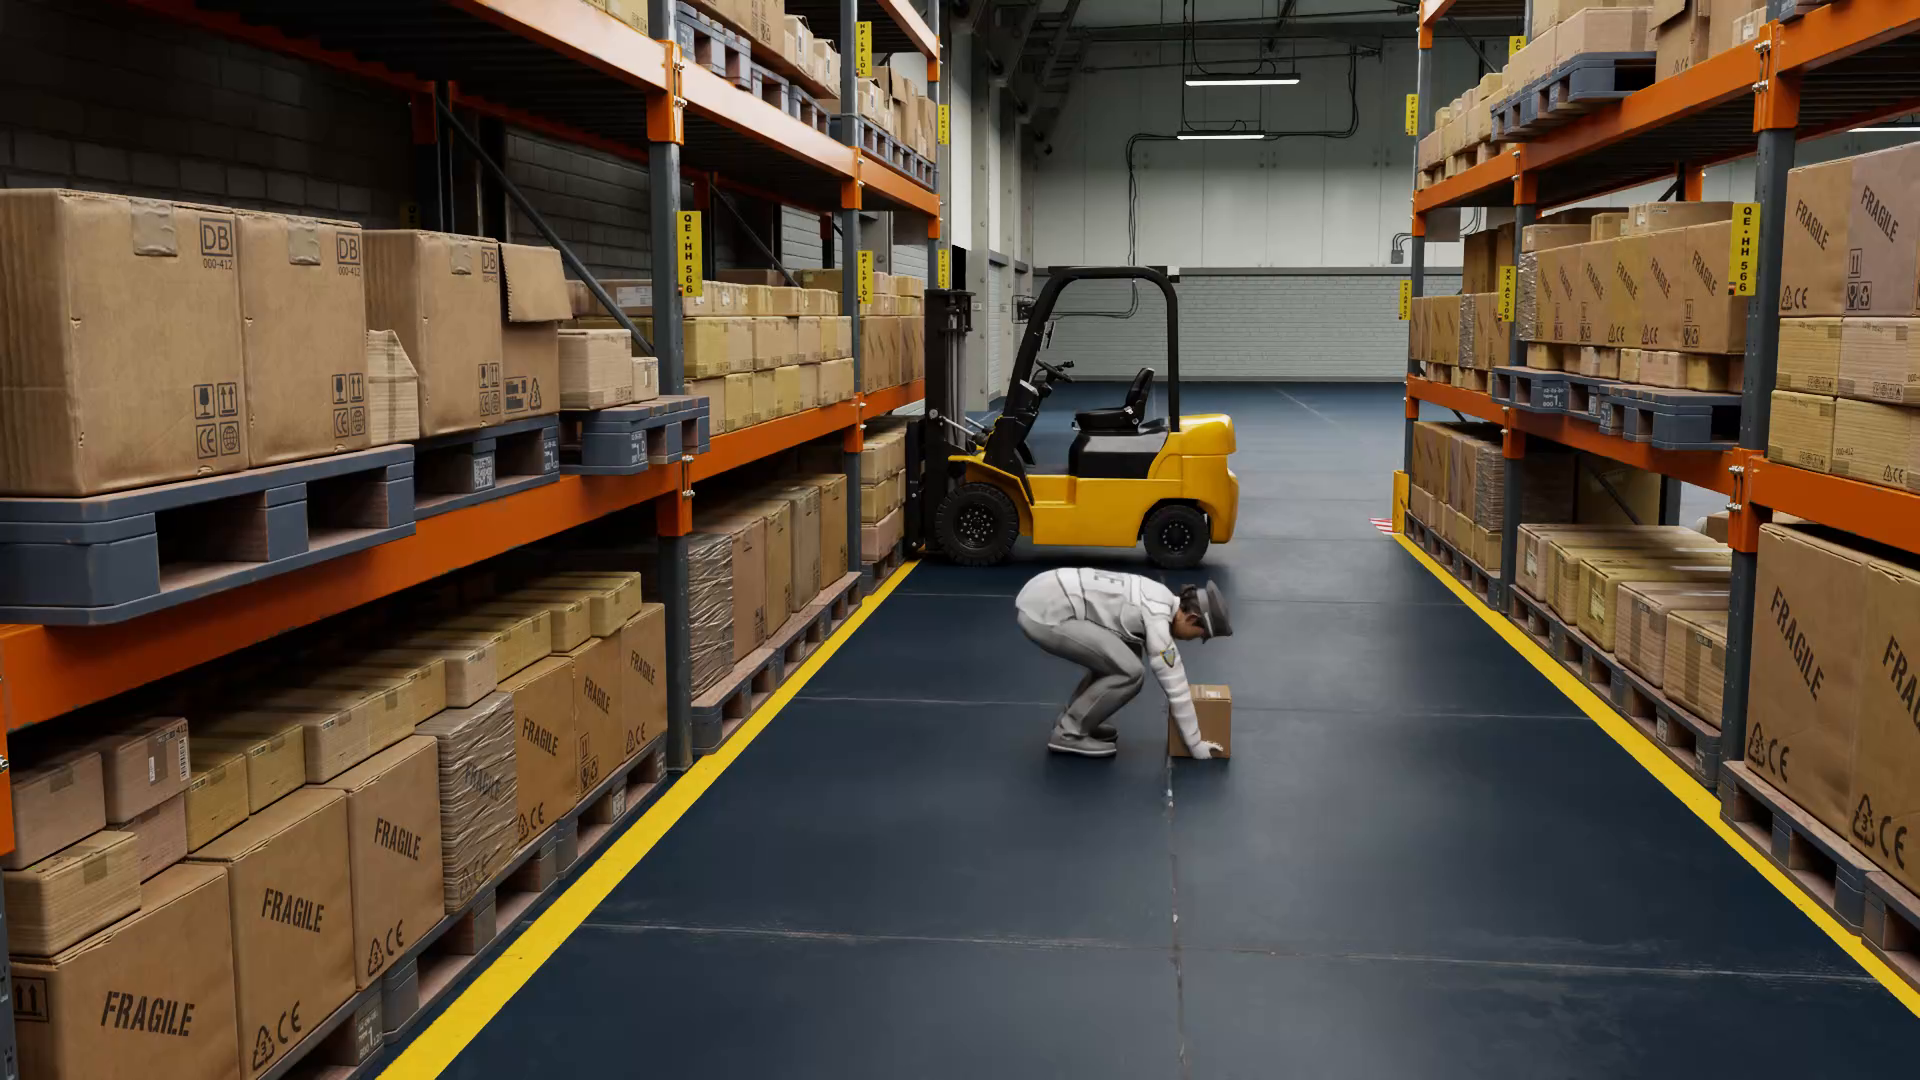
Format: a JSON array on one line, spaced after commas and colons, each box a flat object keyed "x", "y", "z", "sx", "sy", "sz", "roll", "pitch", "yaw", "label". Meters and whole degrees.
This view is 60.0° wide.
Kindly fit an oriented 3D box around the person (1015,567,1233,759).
[{"x": 0.685, "y": 0.510, "z": 6.967, "sx": 0.908, "sy": 0.790, "sz": 0.464, "roll": 1, "pitch": 8, "yaw": 4, "label": "person"}]
